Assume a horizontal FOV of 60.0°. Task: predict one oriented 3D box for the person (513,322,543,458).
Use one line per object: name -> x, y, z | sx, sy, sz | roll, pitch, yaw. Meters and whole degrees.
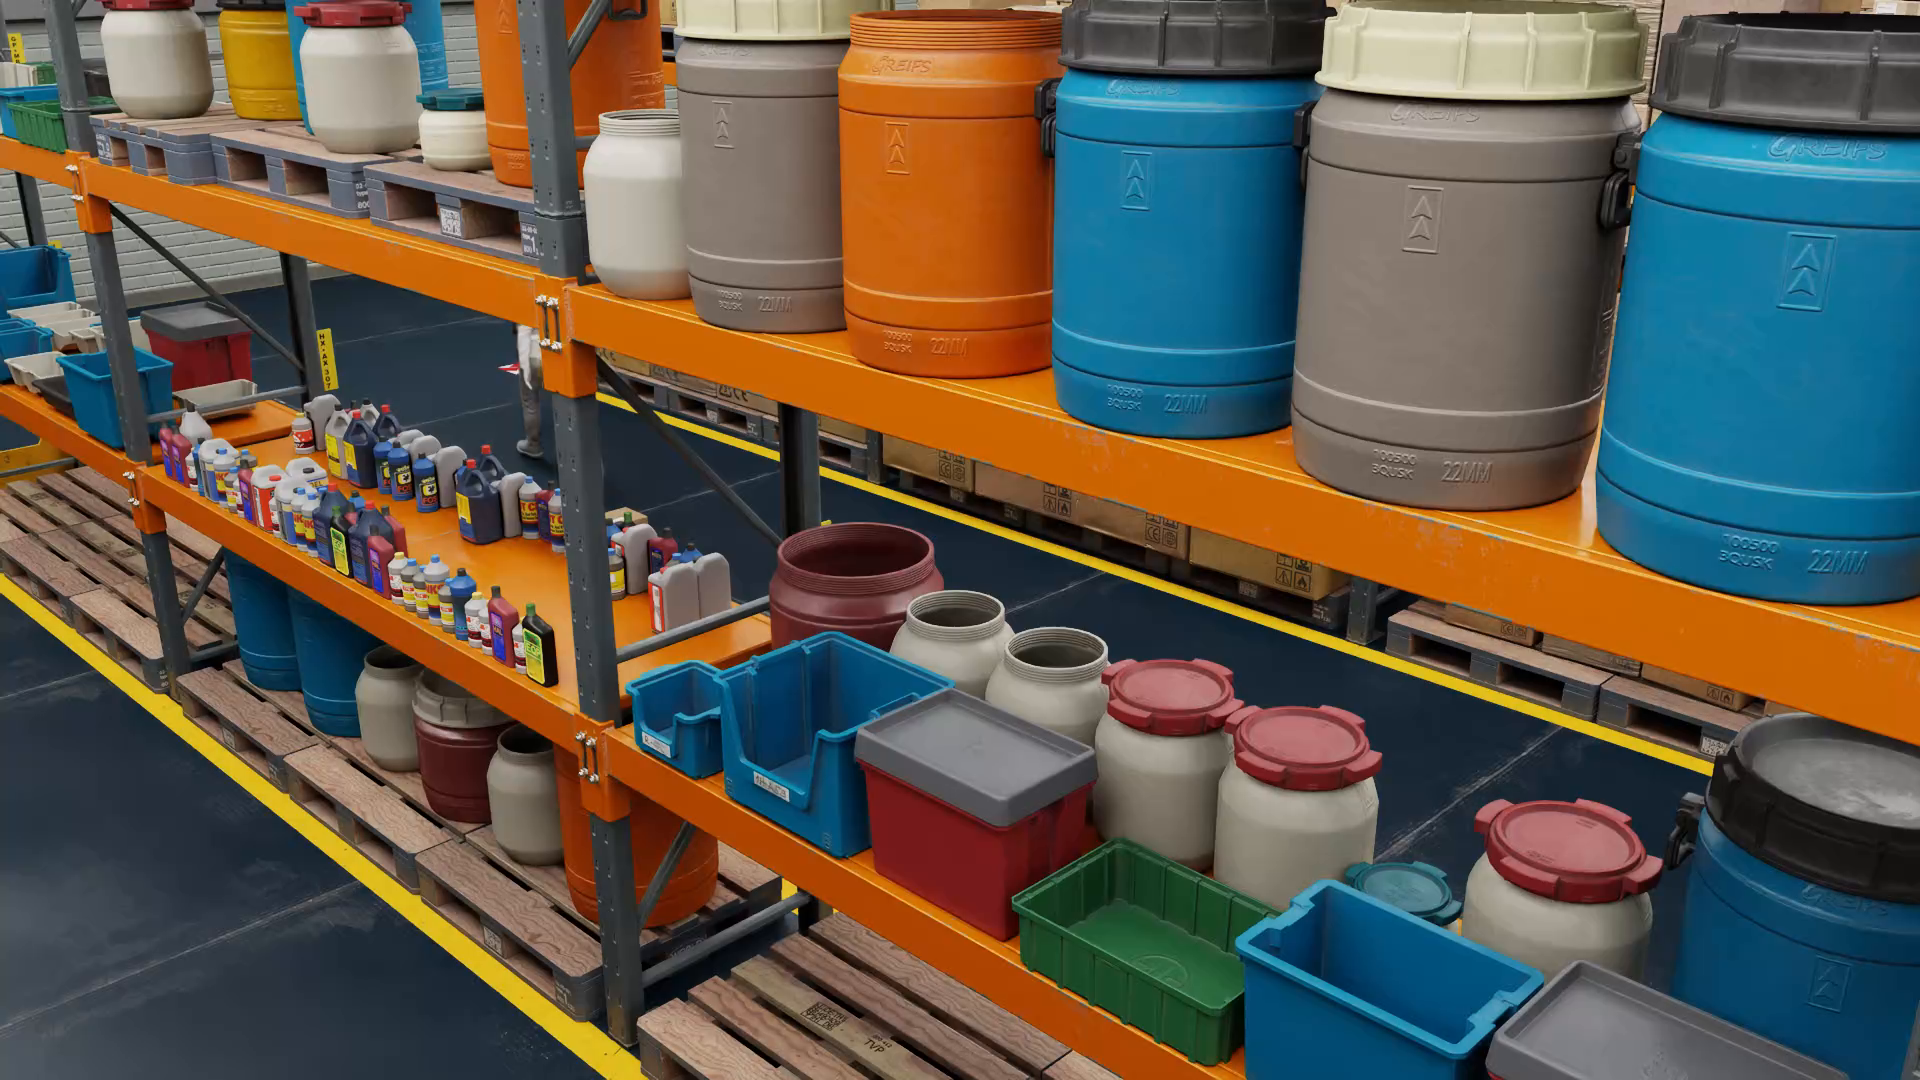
person -> -2.981, -1.337, 12.063 | 0.501, 1.639, 0.988 | -13, 24, -31
